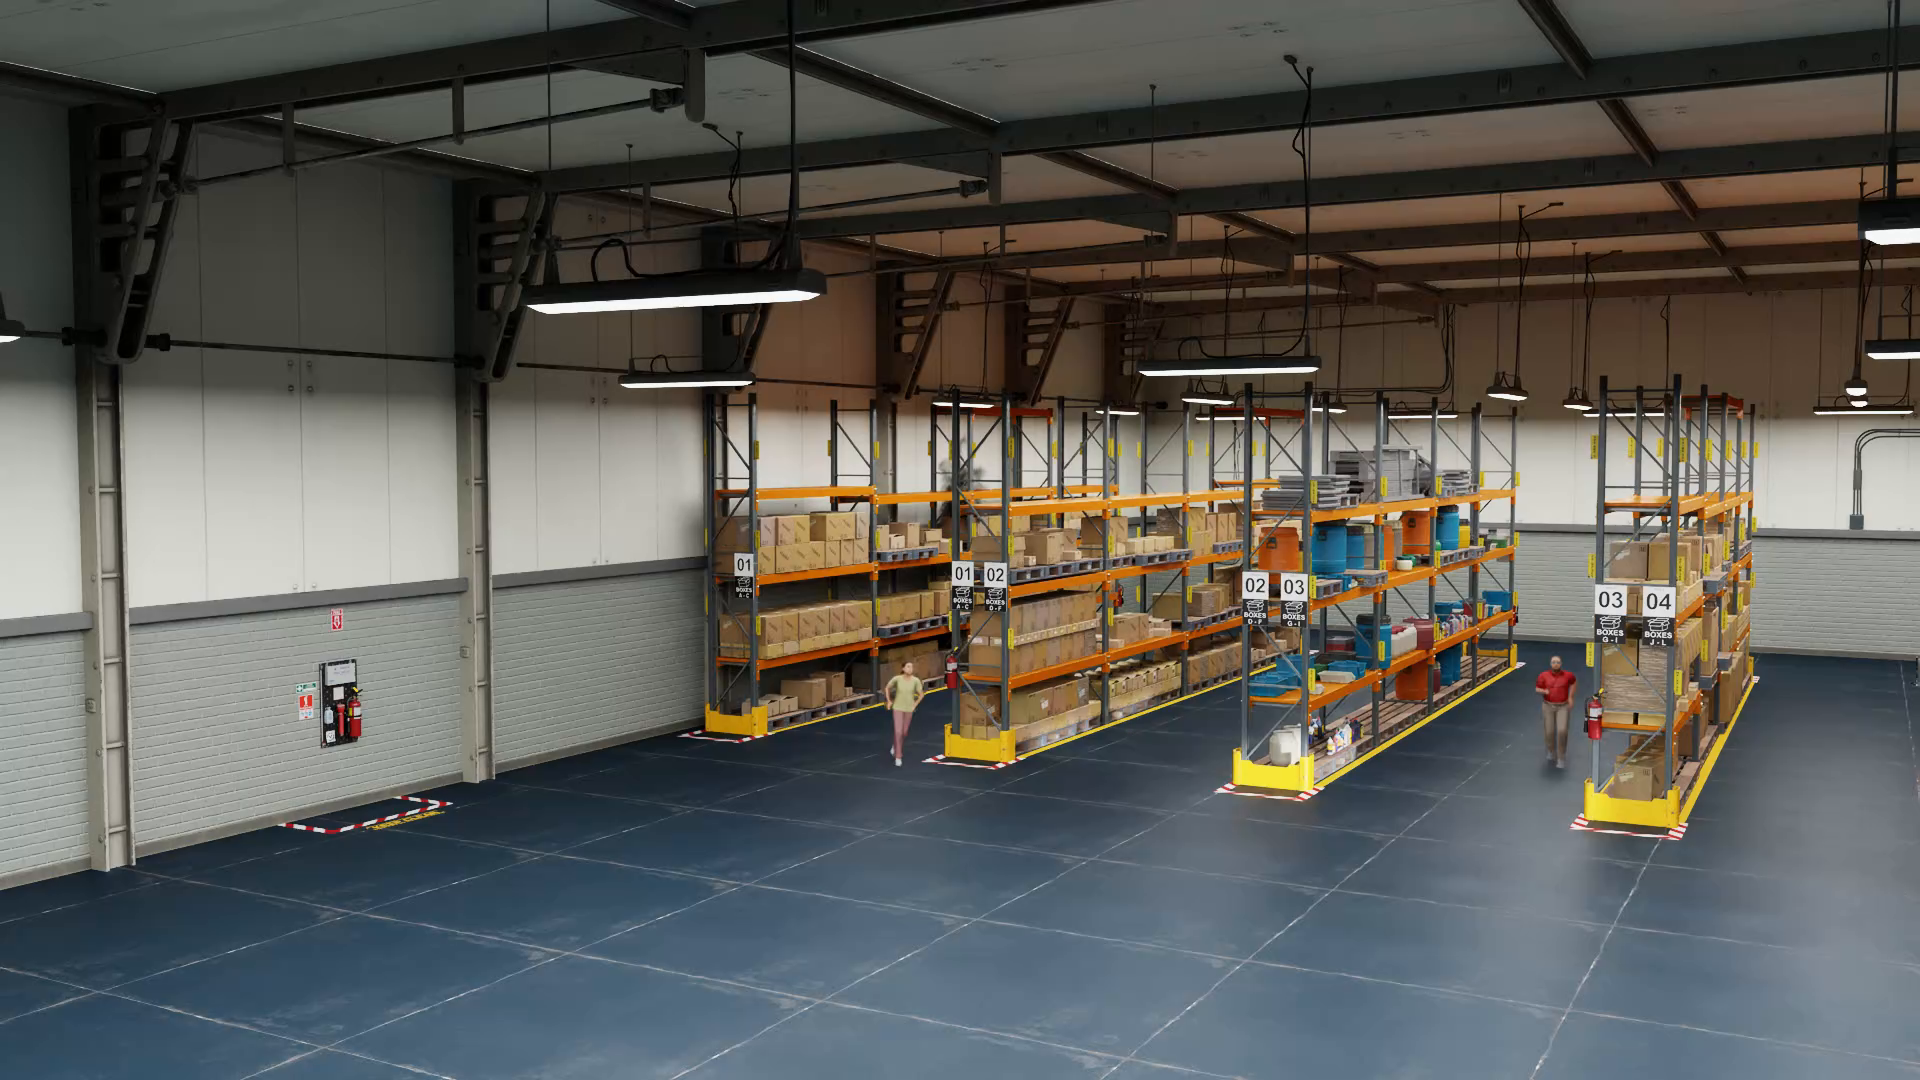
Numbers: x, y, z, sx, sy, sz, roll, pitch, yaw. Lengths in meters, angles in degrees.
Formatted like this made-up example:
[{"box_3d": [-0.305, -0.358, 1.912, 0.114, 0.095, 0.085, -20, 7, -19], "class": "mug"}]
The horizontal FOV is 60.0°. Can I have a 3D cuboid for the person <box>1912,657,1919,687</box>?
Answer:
[{"box_3d": [20.543, 2.317, 34.953, 0.804, 1.651, 0.642, 0, 3, 3], "class": "person"}]

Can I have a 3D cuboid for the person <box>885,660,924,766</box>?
[{"box_3d": [-0.890, 2.748, 26.734, 0.611, 1.658, 0.749, -1, 3, -11], "class": "person"}]

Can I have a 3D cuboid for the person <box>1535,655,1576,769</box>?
[{"box_3d": [9.457, 2.718, 26.433, 0.603, 1.786, 0.866, 1, 3, 23], "class": "person"}]
